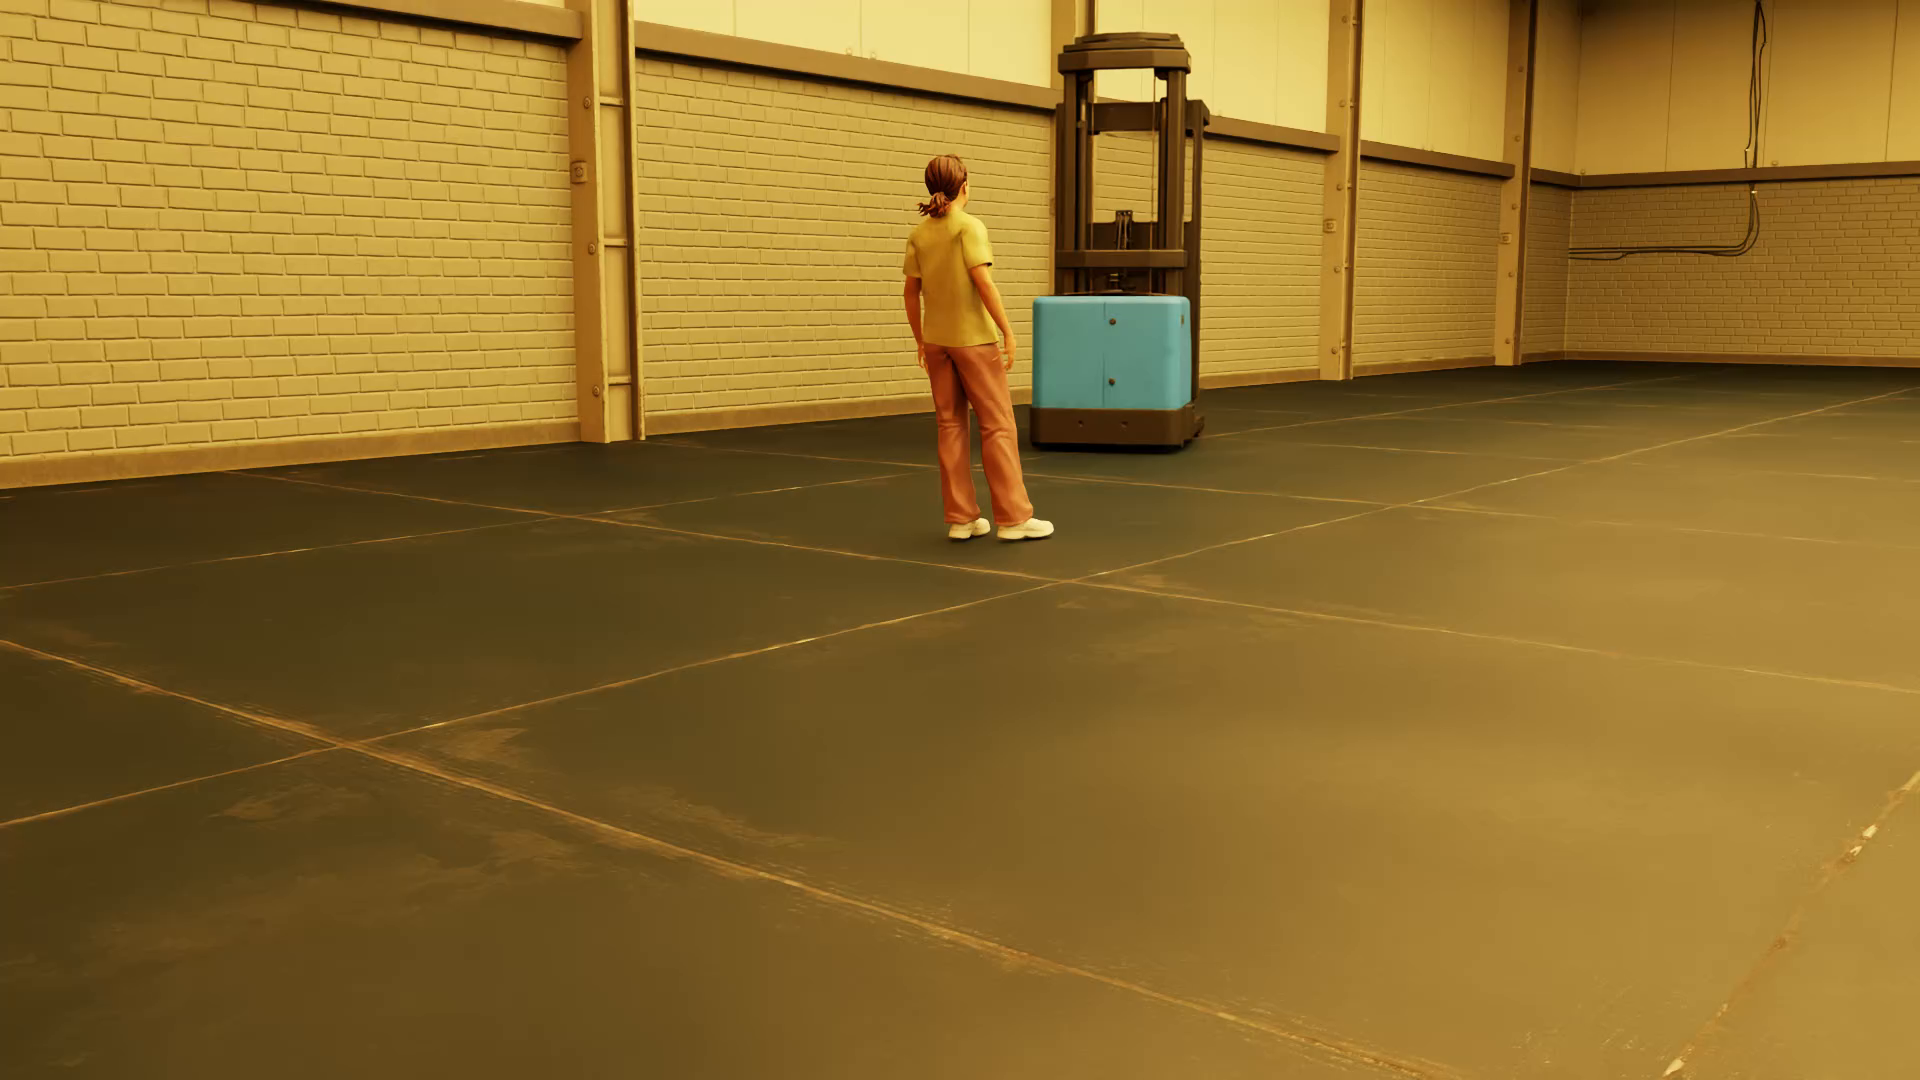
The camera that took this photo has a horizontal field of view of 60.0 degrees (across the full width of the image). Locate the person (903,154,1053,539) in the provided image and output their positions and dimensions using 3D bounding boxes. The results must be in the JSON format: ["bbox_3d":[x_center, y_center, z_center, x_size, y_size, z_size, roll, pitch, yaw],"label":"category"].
[{"bbox_3d":[0.056,-0.844,7.332,0.553,1.673,0.548,7,11,38],"label":"person"}]

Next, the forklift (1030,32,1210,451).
[{"bbox_3d":[1.305,-2.252,12.671,1.130,2.935,3.031,2,9,12],"label":"forklift"}]
